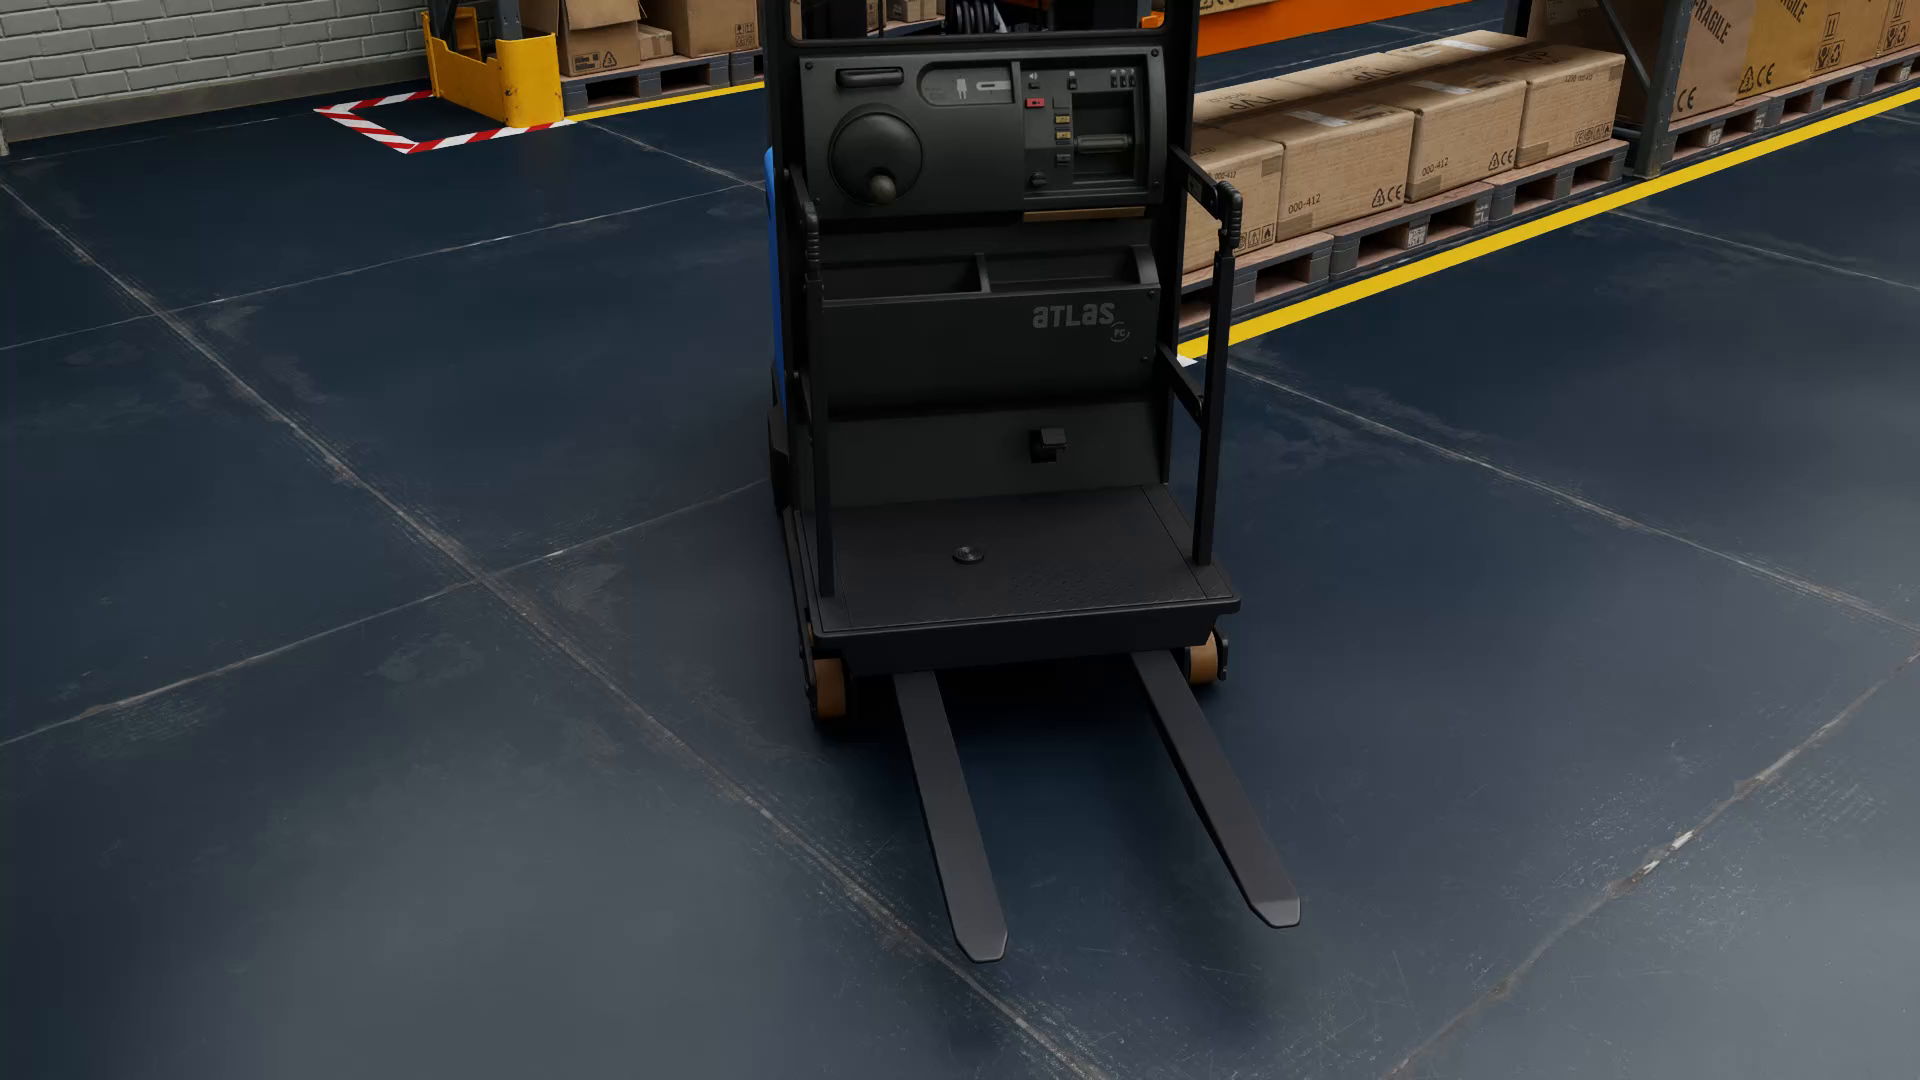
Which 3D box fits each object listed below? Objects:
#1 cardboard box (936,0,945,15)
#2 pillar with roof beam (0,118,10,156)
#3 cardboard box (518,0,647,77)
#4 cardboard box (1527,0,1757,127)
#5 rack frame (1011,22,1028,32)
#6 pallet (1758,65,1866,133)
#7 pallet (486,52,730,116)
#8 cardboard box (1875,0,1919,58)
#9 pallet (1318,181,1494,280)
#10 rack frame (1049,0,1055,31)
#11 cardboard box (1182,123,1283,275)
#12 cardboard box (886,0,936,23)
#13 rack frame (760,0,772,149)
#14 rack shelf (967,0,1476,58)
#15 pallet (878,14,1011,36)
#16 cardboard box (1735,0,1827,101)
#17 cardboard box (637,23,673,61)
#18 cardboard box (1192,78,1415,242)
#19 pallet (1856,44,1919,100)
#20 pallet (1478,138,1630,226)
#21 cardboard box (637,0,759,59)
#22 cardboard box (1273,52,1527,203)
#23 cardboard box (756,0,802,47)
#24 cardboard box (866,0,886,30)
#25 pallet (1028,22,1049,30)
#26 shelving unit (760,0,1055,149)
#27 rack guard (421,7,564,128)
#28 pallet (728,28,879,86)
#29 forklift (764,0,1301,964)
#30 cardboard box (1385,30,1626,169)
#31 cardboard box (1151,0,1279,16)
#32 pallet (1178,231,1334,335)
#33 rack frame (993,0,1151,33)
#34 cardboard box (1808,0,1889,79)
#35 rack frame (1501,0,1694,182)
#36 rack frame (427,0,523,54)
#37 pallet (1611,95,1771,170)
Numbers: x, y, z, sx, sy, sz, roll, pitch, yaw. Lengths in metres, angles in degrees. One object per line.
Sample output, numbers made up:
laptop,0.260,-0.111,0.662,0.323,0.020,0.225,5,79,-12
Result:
cardboard box,-0.101,-3.846,11.843,0.250,0.149,0.380,-23,36,-36
pillar with roof beam,-2.753,-4.571,4.256,0.400,9.000,9.100,-22,35,-35
cardboard box,-2.384,-3.208,10.273,0.637,0.503,0.797,-24,36,-37
cardboard box,3.776,-2.882,9.269,0.875,0.875,0.875,-21,34,-33
rack frame,0.132,-5.194,11.786,0.127,3.000,1.000,-22,35,-35
pallet,4.823,-2.824,10.310,1.213,0.211,1.003,-22,35,-35
pallet,-2.247,-3.008,10.654,1.213,0.211,1.003,-22,35,-35
cardboard box,5.820,-3.705,10.810,0.875,0.875,0.875,-22,35,-35
pallet,1.798,-1.606,8.031,1.213,0.211,1.003,-22,35,-35
rack frame,0.364,-1.230,5.960,0.032,1.500,0.500,-4,28,-7
cardboard box,0.751,-1.485,7.118,0.875,0.438,0.875,-23,36,-37
cardboard box,-0.373,-3.788,11.611,0.258,0.266,0.396,-20,34,-33
rack frame,-0.644,-1.167,5.842,0.032,1.500,0.500,-4,28,-7
rack shelf,1.835,-2.486,7.483,4.000,0.370,1.077,-22,35,-35
pallet,-0.391,-3.754,12.051,1.213,0.211,1.003,-22,35,-35
cardboard box,4.458,-3.161,9.791,0.875,0.875,0.875,-21,34,-34
cardboard box,-2.036,-3.167,10.573,0.250,0.149,0.380,-24,36,-37
cardboard box,1.441,-1.768,7.648,0.875,0.438,0.875,-21,34,-34
pallet,5.751,-3.195,11.004,1.213,0.211,1.003,-22,35,-35
pallet,2.727,-1.981,8.733,1.213,0.211,1.003,-22,35,-35
cardboard box,-1.709,-3.454,10.737,0.500,0.500,0.700,-20,34,-33
cardboard box,2.128,-2.043,8.163,0.875,0.438,0.875,-23,36,-36
cardboard box,-1.242,-3.580,10.972,0.500,0.500,0.500,-21,35,-34
cardboard box,-0.919,-3.771,11.331,0.500,0.500,0.700,-23,36,-37
pallet,0.726,-4.226,12.935,1.213,0.211,1.003,-22,35,-35
shelving unit,-0.140,-1.198,5.901,1.048,1.500,0.538,-4,28,-7
rack guard,-2.853,-2.891,10.129,0.348,0.500,1.175,-22,35,-35
pallet,-1.320,-3.379,11.349,1.213,0.211,1.003,-22,35,-35
forklift,0.103,-1.003,4.018,1.130,2.935,3.031,-5,28,-8
cardboard box,2.809,-2.317,8.676,0.875,0.438,0.875,-22,35,-36
cardboard box,0.865,-2.280,6.227,0.500,0.500,0.500,-22,35,-35
pallet,0.871,-1.234,7.336,1.213,0.211,1.003,-22,35,-35
rack frame,0.313,-2.192,6.168,0.127,3.000,1.000,-22,35,-35
cardboard box,5.139,-3.434,10.302,0.875,0.875,0.875,-21,35,-34
rack frame,3.356,-3.415,8.458,0.127,3.000,1.000,-22,35,-35
rack frame,-2.911,-3.970,9.497,0.127,3.000,1.000,-22,35,-35
pallet,3.894,-2.448,9.608,1.213,0.211,1.003,-22,35,-35
